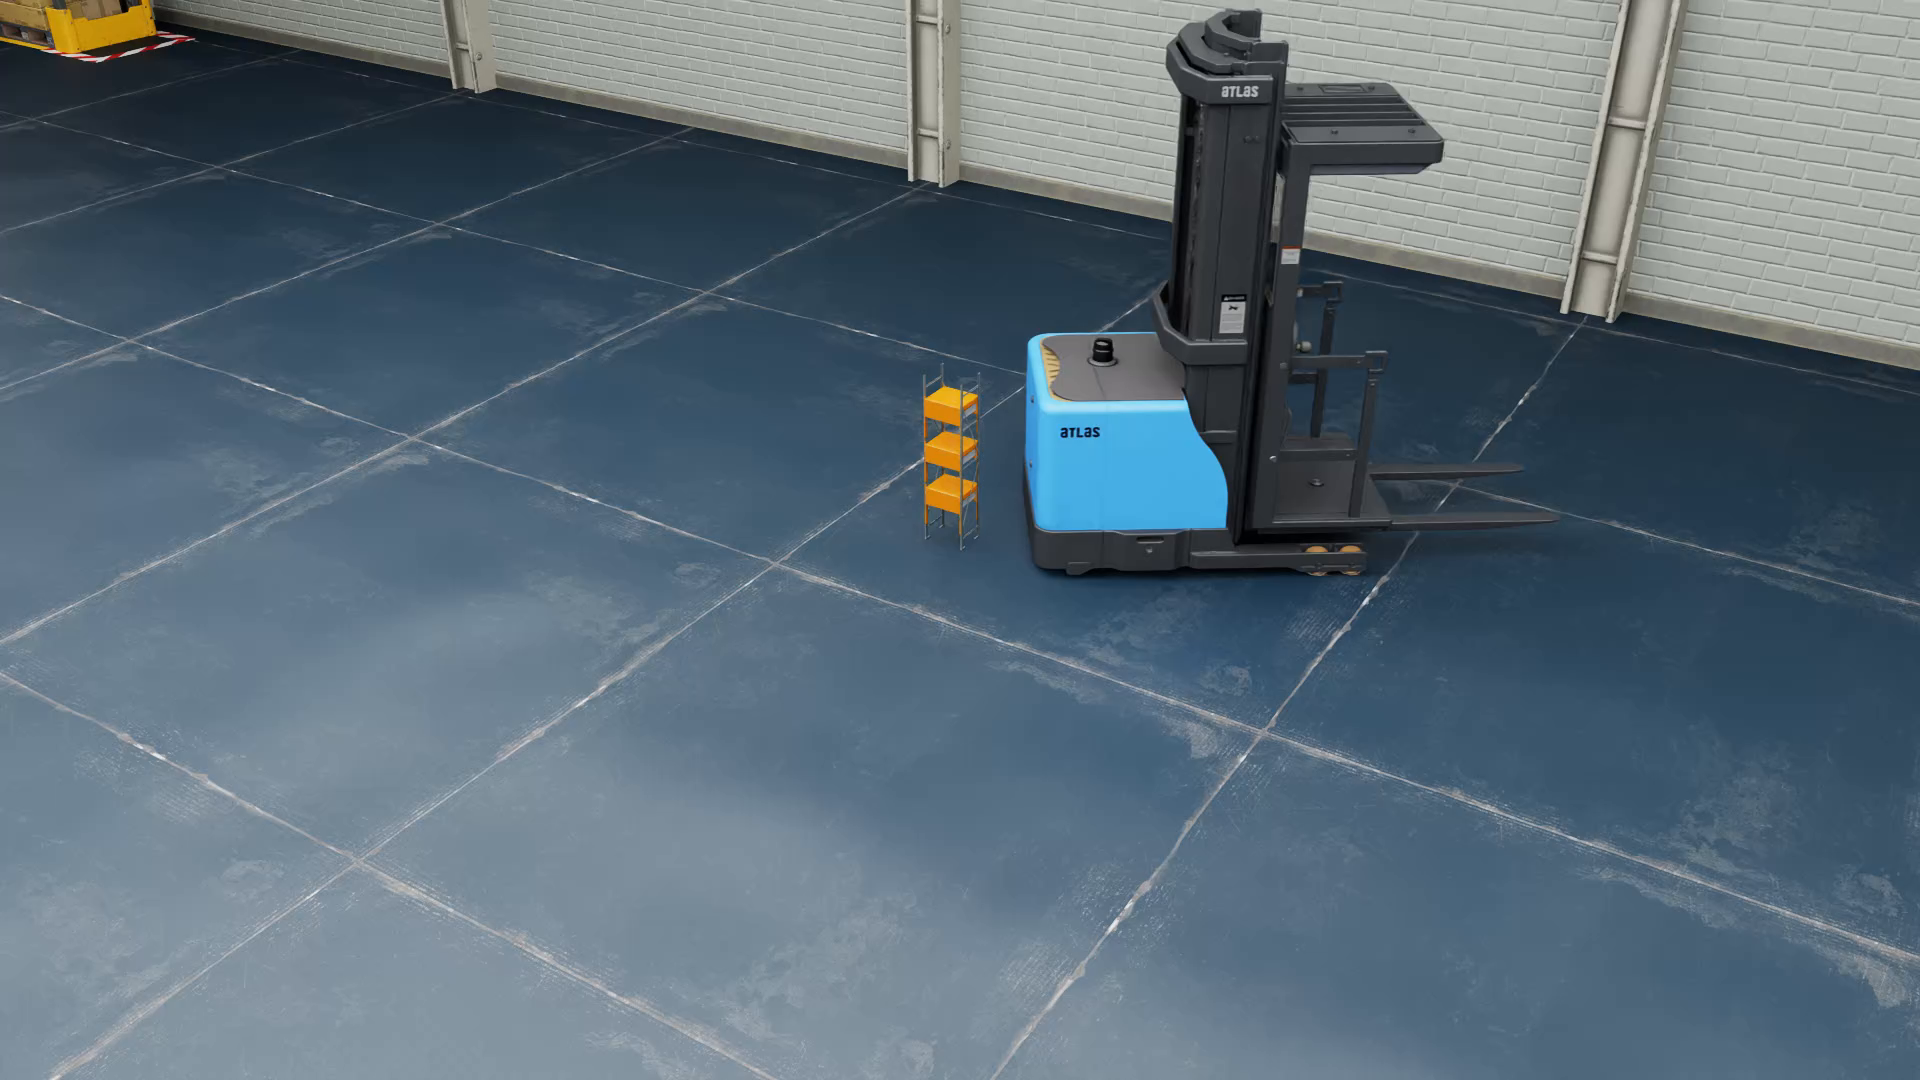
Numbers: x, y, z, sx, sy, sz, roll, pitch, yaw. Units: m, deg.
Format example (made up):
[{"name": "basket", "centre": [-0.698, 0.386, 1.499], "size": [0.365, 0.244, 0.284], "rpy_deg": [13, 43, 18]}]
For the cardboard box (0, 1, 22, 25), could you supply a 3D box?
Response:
[{"name": "cardboard box", "centre": [-11.273, -6.425, 20.098], "size": [0.500, 0.250, 0.500], "rpy_deg": [18, 35, 27]}]

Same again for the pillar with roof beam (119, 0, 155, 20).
[{"name": "pillar with roof beam", "centre": [-12.691, -8.628, 15.609], "size": [0.400, 9.000, 9.100], "rpy_deg": [18, 35, 27]}]

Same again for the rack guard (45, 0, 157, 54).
[{"name": "rack guard", "centre": [-10.271, -6.217, 19.910], "size": [0.348, 0.500, 1.175], "rpy_deg": [18, 35, 27]}]

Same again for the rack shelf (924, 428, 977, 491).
[{"name": "rack shelf", "centre": [-0.045, -0.459, 9.515], "size": [0.240, 0.259, 0.215], "rpy_deg": [18, 35, 27]}]

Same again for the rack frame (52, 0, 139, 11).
[{"name": "rack frame", "centre": [-10.291, -7.303, 19.291], "size": [0.127, 3.000, 1.000], "rpy_deg": [18, 35, 27]}]

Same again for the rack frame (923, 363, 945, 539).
[{"name": "rack frame", "centre": [-0.149, -0.500, 9.566], "size": [0.008, 1.050, 0.200], "rpy_deg": [18, 35, 27]}]

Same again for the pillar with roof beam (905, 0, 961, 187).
[{"name": "pillar with roof beam", "centre": [-2.527, -5.413, 10.099], "size": [0.400, 9.000, 9.100], "rpy_deg": [18, 35, 27]}]

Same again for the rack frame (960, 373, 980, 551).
[{"name": "rack frame", "centre": [0.058, -0.435, 9.454], "size": [0.008, 1.050, 0.200], "rpy_deg": [18, 35, 27]}]

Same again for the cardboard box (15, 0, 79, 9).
[{"name": "cardboard box", "centre": [-10.870, -6.510, 19.747], "size": [0.500, 0.250, 0.500], "rpy_deg": [17, 34, 27]}]

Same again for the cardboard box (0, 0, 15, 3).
[{"name": "cardboard box", "centre": [-11.289, -6.648, 19.985], "size": [0.500, 0.250, 0.500], "rpy_deg": [17, 34, 27]}]

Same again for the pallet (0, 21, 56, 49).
[{"name": "pallet", "centre": [-10.961, -6.285, 20.314], "size": [1.213, 0.211, 1.003], "rpy_deg": [18, 35, 27]}]

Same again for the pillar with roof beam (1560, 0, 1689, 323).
[{"name": "pillar with roof beam", "centre": [2.555, -3.806, 7.344], "size": [0.400, 9.000, 9.100], "rpy_deg": [18, 35, 27]}]

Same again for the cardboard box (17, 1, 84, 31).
[{"name": "cardboard box", "centre": [-10.857, -6.288, 19.863], "size": [0.500, 0.250, 0.500], "rpy_deg": [18, 35, 28]}]

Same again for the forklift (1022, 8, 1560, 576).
[{"name": "forklift", "centre": [1.910, -1.330, 9.120], "size": [3.031, 2.935, 1.130], "rpy_deg": [-1, 30, -2]}]

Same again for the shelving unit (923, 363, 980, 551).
[{"name": "shelving unit", "centre": [-0.045, -0.468, 9.510], "size": [0.252, 1.050, 0.215], "rpy_deg": [18, 35, 27]}]

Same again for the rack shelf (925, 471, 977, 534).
[{"name": "rack shelf", "centre": [-0.045, -0.219, 9.655], "size": [0.240, 0.259, 0.215], "rpy_deg": [18, 35, 27]}]

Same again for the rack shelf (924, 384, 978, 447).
[{"name": "rack shelf", "centre": [-0.045, -0.704, 9.372], "size": [0.240, 0.259, 0.215], "rpy_deg": [18, 35, 27]}]

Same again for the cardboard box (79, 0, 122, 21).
[{"name": "cardboard box", "centre": [-10.603, -6.512, 20.247], "size": [0.500, 0.250, 0.500], "rpy_deg": [18, 35, 28]}]

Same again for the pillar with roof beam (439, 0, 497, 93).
[{"name": "pillar with roof beam", "centre": [-7.609, -7.021, 12.854], "size": [0.400, 9.000, 9.100], "rpy_deg": [18, 35, 27]}]
